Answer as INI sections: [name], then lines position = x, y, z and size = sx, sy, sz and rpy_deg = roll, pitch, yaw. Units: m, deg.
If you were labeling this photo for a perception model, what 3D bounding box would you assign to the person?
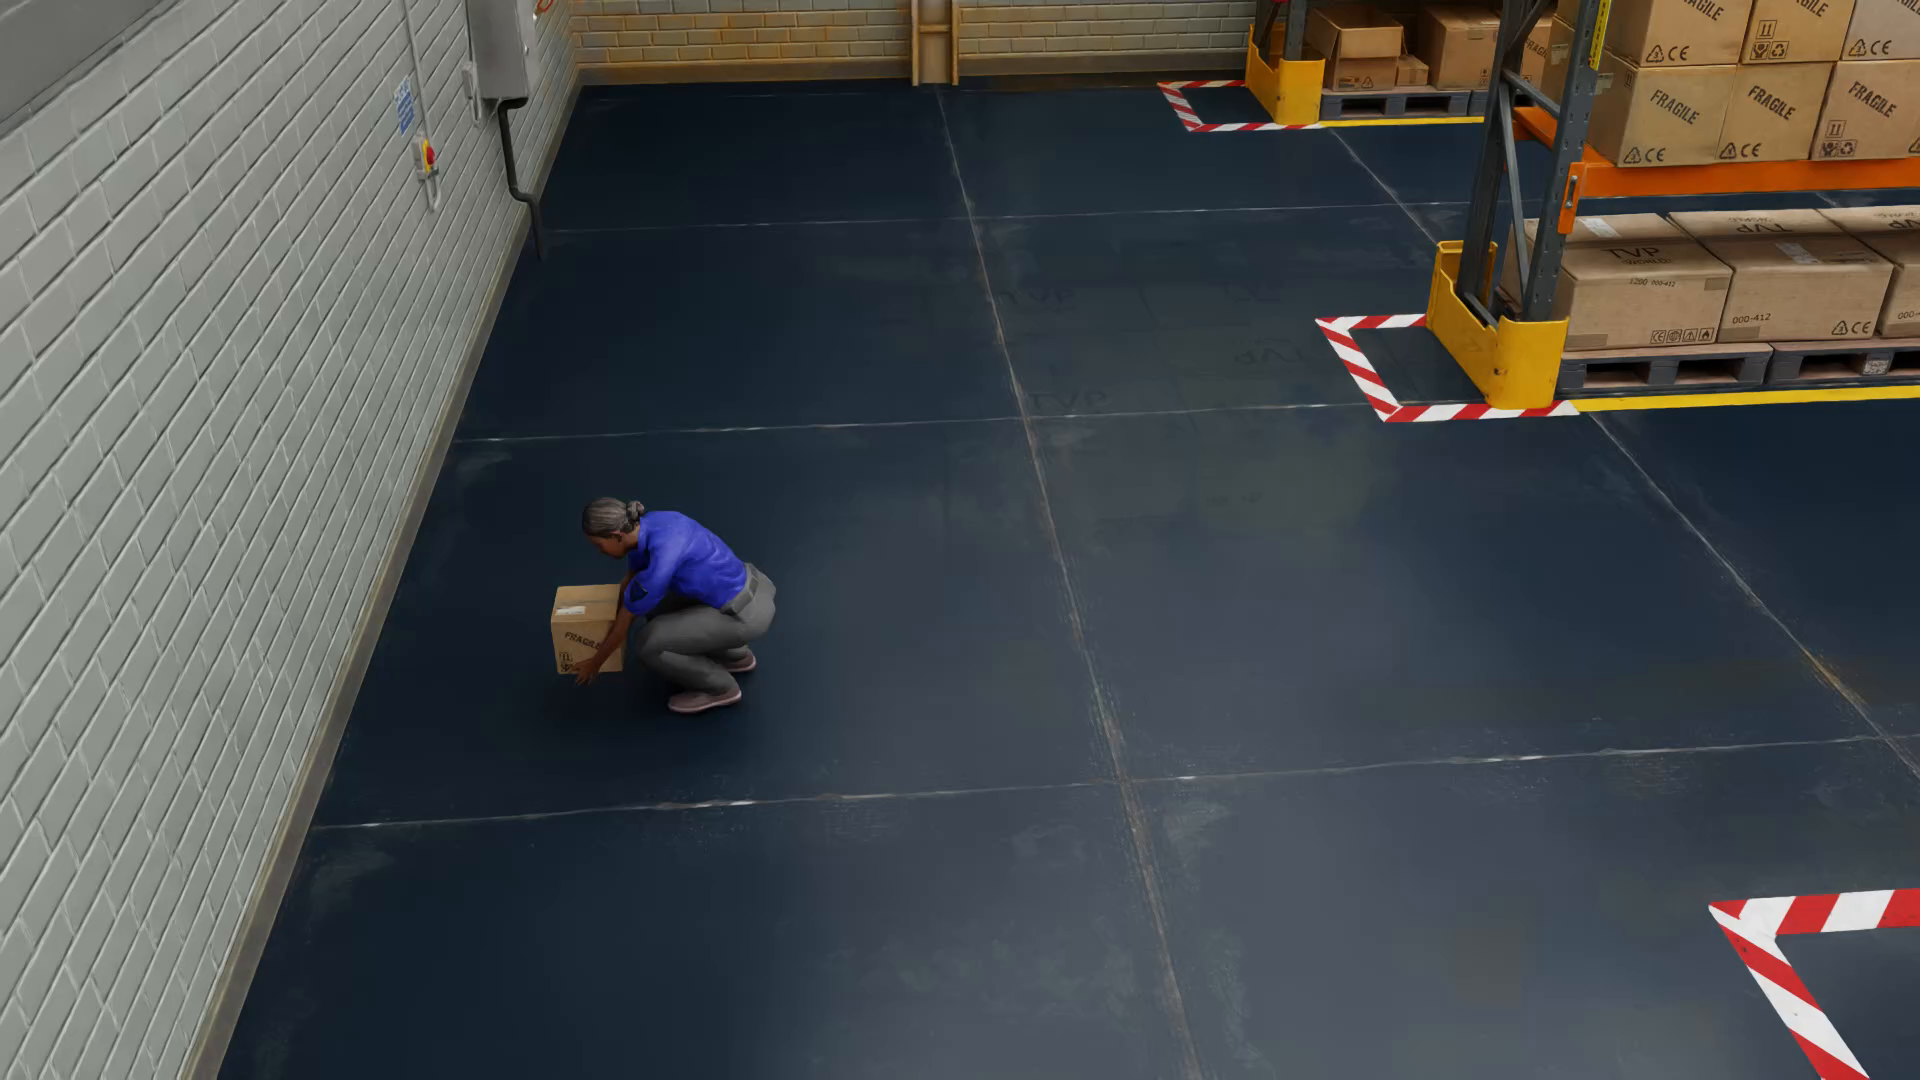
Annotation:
[person]
position = -1.131, 0.213, 6.497
size = 0.824, 0.940, 0.470
rpy_deg = -3, 31, -5
